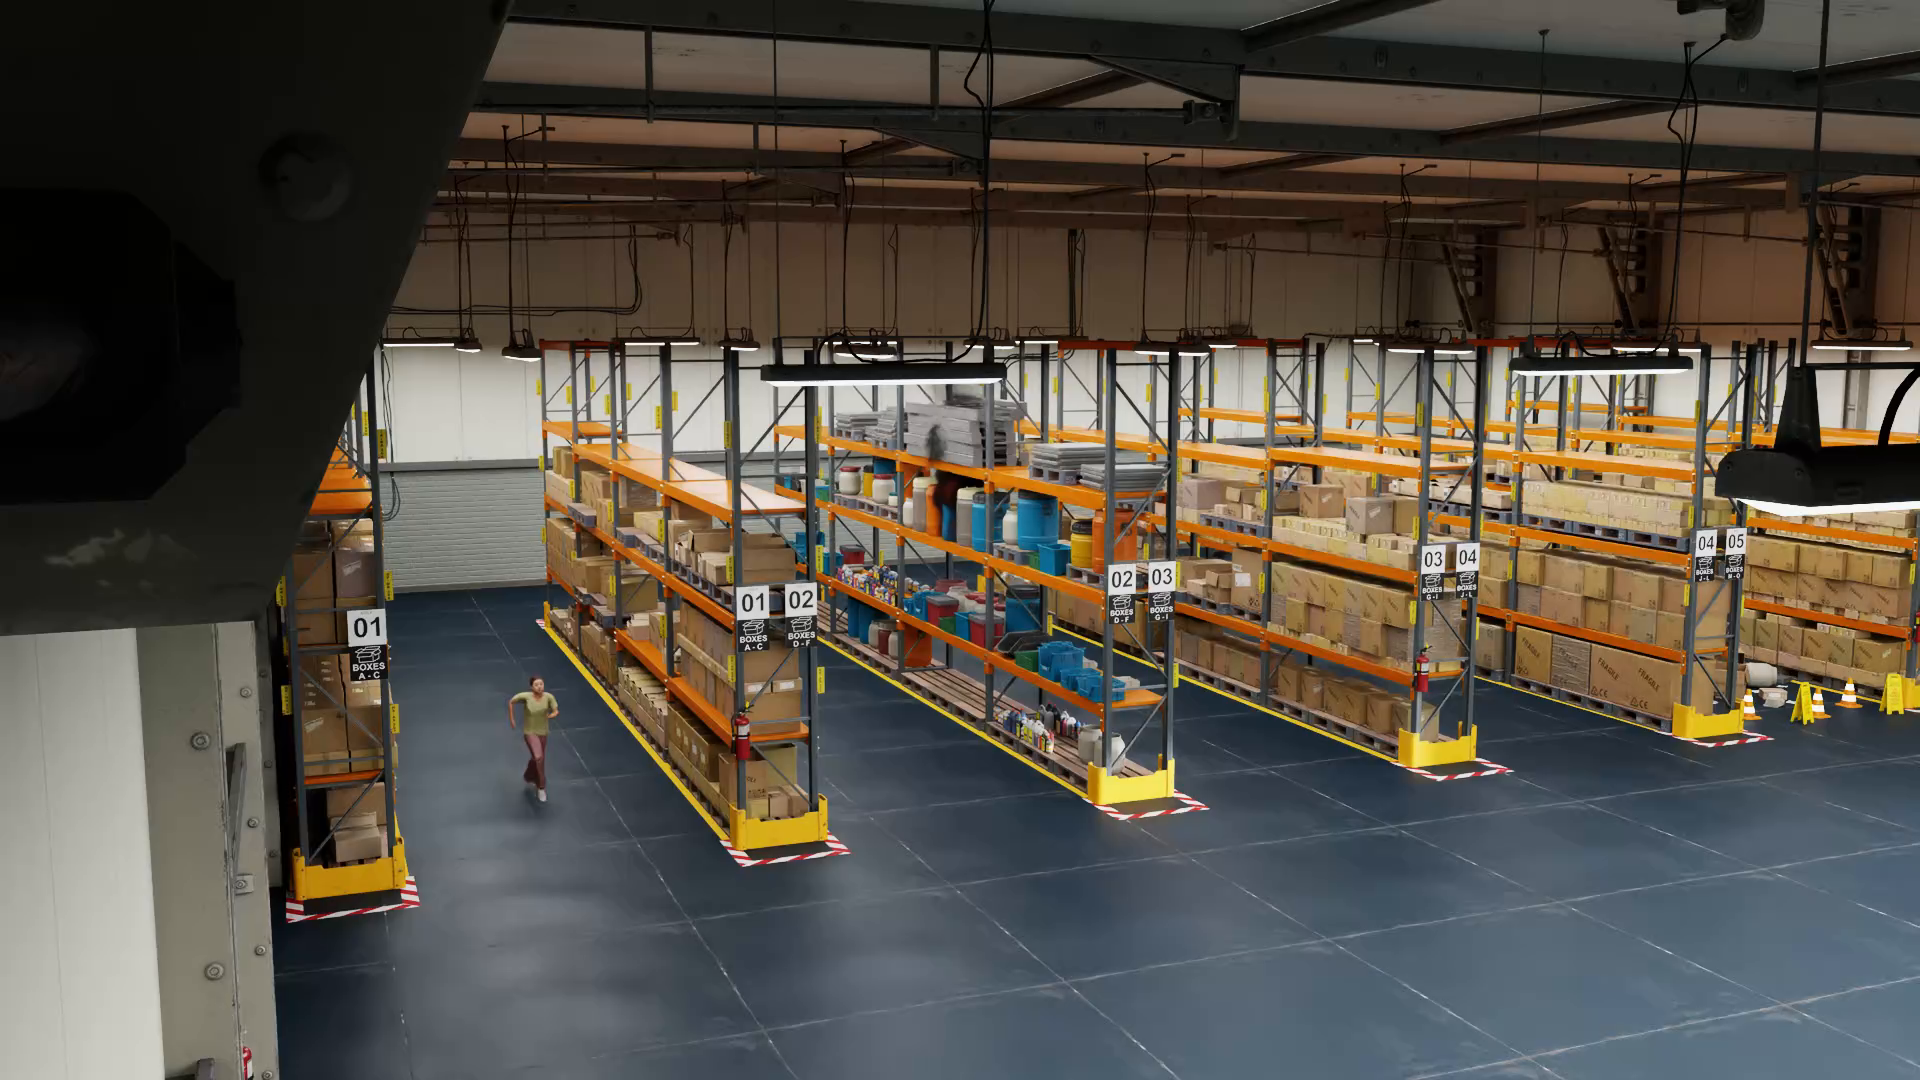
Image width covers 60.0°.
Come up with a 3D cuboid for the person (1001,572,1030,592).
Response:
[{"bbox_3d":[1.162,1.135,33.877,0.508,1.648,0.728,-4,8,-26],"label":"person"}]

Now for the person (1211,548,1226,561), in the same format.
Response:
[{"bbox_3d":[6.460,0.151,41.419,0.589,1.603,0.638,3,8,21],"label":"person"}]

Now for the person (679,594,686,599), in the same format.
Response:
[{"bbox_3d":[-5.446,1.164,33.483,0.603,1.667,0.543,-5,9,-33],"label":"person"}]

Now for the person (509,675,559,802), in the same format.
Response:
[{"bbox_3d":[-5.699,2.620,22.296,0.600,1.690,0.815,-5,9,-32],"label":"person"}]

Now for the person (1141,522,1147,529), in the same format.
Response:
[{"bbox_3d":[4.339,0.420,39.144,0.657,1.681,0.578,-1,7,-8],"label":"person"}]
